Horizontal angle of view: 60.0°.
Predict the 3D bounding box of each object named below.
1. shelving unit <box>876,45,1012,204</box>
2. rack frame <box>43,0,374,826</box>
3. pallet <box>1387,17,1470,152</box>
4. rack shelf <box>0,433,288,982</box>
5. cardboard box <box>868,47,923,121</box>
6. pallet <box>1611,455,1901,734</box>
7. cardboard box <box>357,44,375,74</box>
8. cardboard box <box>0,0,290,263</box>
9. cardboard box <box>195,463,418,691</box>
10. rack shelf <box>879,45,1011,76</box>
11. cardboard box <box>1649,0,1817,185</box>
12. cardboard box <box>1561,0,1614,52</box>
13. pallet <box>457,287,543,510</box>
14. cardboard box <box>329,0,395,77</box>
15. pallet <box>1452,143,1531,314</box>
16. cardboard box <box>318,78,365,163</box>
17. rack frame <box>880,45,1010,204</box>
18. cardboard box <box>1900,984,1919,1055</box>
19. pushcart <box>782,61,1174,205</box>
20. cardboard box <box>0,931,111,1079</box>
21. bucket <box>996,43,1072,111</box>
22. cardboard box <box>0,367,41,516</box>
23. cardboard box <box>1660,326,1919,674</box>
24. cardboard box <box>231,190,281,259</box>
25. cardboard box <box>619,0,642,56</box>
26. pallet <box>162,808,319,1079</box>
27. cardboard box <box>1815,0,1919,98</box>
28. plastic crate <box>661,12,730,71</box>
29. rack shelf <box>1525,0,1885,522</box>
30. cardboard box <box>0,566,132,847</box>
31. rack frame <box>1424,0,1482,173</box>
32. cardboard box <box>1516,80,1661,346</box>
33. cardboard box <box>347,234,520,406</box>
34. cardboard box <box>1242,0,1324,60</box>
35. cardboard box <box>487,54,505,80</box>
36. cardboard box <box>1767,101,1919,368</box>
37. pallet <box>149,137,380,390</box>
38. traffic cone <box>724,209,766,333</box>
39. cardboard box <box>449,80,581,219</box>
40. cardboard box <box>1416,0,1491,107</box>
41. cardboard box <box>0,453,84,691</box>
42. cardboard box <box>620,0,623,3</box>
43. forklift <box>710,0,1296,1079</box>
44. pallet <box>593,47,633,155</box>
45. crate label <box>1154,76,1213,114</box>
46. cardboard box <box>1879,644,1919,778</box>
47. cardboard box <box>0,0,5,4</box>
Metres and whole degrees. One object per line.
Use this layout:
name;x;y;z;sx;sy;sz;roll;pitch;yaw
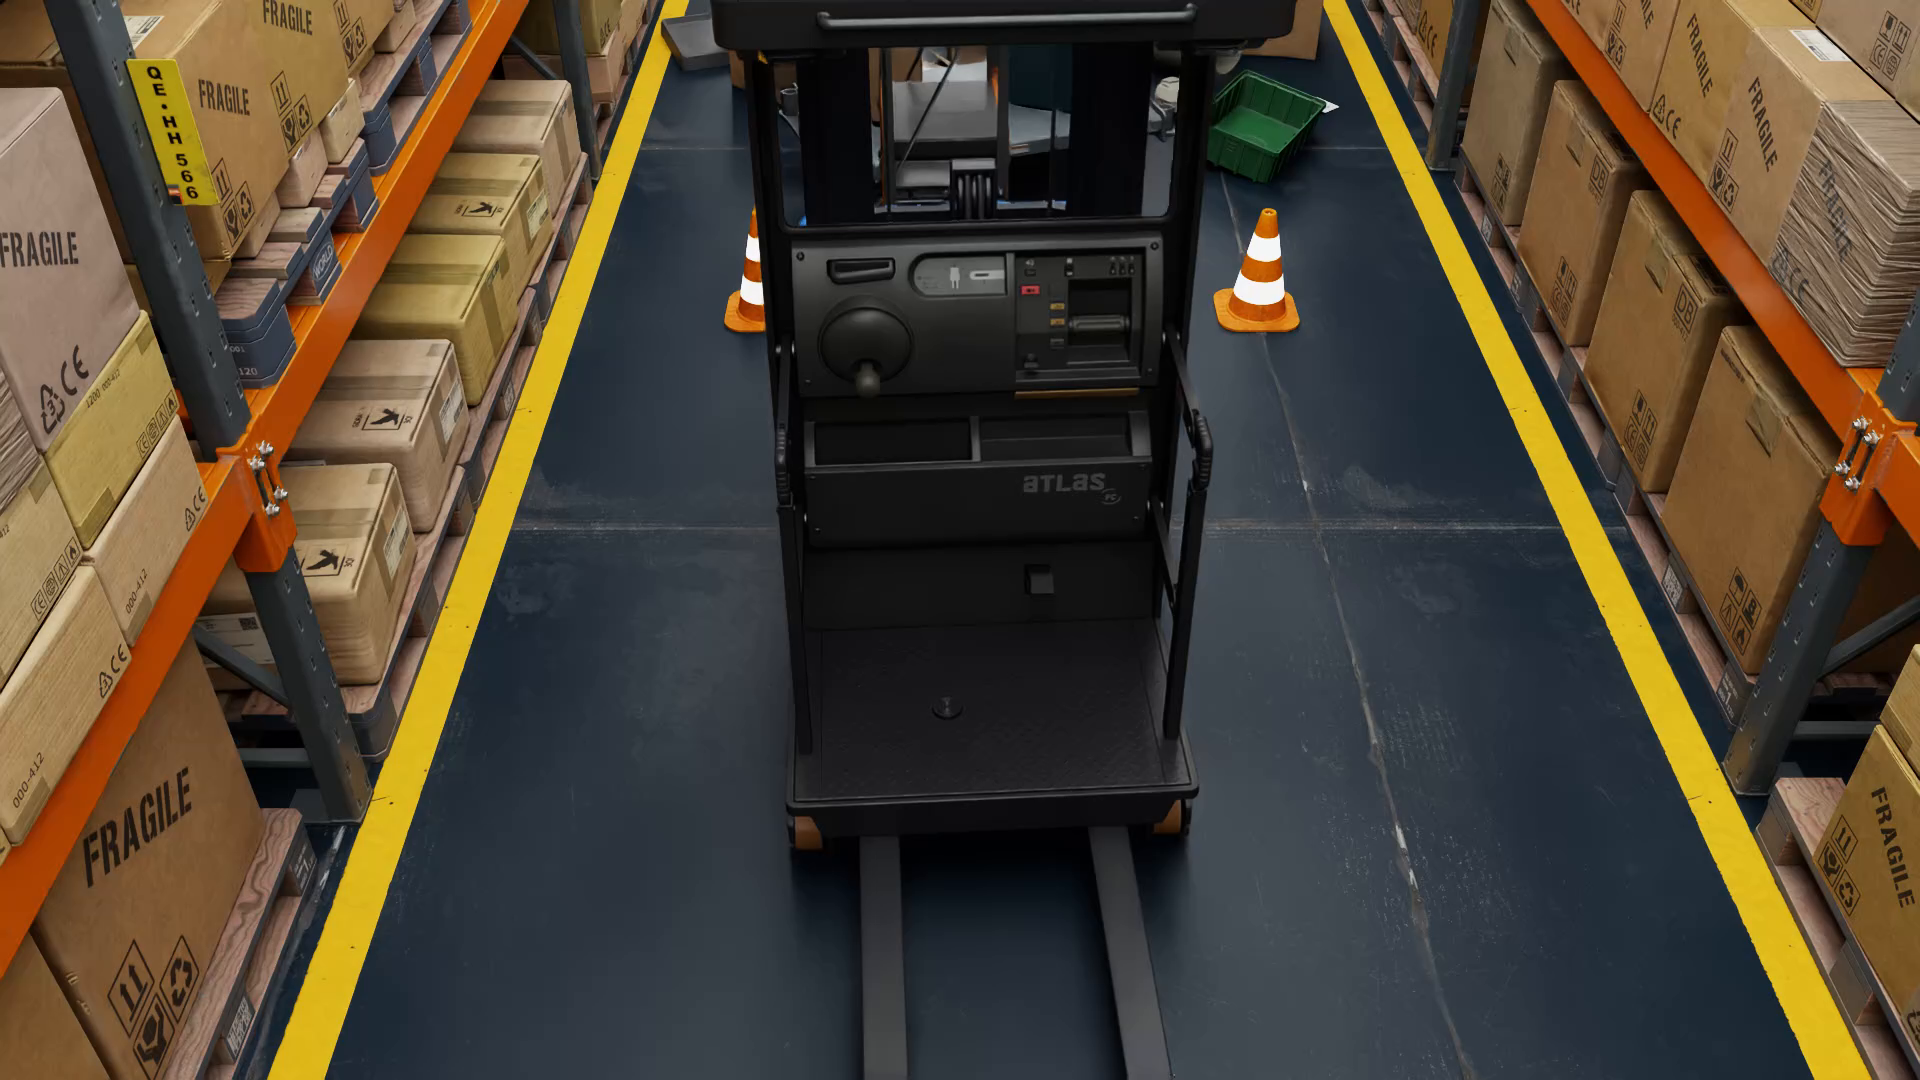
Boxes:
shelving unit;-0.061;-1.274;5.661;0.431;2.100;0.503;-2;39;-3
rack frame;-2.203;-0.397;3.846;1.000;3.000;0.127;0;39;0
pallet;2.820;-2.352;8.516;1.003;0.211;1.213;0;39;0
rack shelf;-2.200;1.135;2.510;1.077;0.370;4.000;0;39;0
cardboard box;-0.427;-2.238;7.537;0.500;0.500;0.500;0;39;0
pallet;2.822;0.132;5.417;1.003;0.211;1.213;0;39;0
cardboard box;-2.035;-1.513;5.104;0.380;0.149;0.250;1;39;2
cardboard box;-1.972;-0.997;3.942;0.500;0.500;0.500;-1;39;-1
cardboard box;-2.193;0.112;4.977;0.950;0.372;0.625;-2;39;-3
rack shelf;-0.061;-1.810;5.232;0.431;0.518;0.480;-2;39;-3
cardboard box;2.478;-1.408;5.029;0.500;0.500;0.500;-1;39;-1
cardboard box;2.473;-2.046;5.825;0.500;0.500;0.500;0;39;0
pallet;-2.201;-0.558;6.278;1.003;0.211;1.213;0;39;0
cardboard box;-1.987;-1.655;4.763;0.500;0.500;0.500;1;39;1
pallet;2.819;-1.394;7.321;1.003;0.211;1.213;0;39;0
cardboard box;-1.918;-1.186;4.696;0.380;0.149;0.250;0;39;0
rack frame;-0.047;-1.122;5.471;0.400;2.100;0.015;-2;39;-3
cardboard box;2.497;1.105;3.635;0.500;0.500;0.500;0;39;0
pushcart;0.073;-1.908;7.829;1.648;0.377;0.936;-13;40;-16
cardboard box;-2.288;1.258;3.144;0.875;0.875;0.875;0;39;1
bucket;0.437;-2.364;7.703;0.726;0.611;0.620;13;50;15
cardboard box;-1.932;-0.182;2.699;0.500;0.500;0.500;1;39;1
cardboard box;2.836;-0.130;4.977;1.050;0.750;0.750;-1;39;-1
cardboard box;-1.984;-0.843;4.268;0.380;0.149;0.250;-2;39;-3
cardboard box;-1.950;-2.692;8.573;0.500;0.250;0.500;2;39;3
pallet;-2.277;1.185;4.103;1.003;0.211;1.213;0;39;0
cardboard box;2.755;-1.489;4.331;0.700;0.500;0.500;-1;39;-1
plastic crate;-1.389;-2.741;9.106;0.402;0.080;0.583;-13;40;-16
rack shelf;2.745;-1.433;5.715;1.077;0.370;4.000;0;39;0
cardboard box;-1.926;0.298;3.100;0.500;0.250;0.500;1;39;1
rack frame;2.743;-2.965;7.051;1.000;3.000;0.127;0;39;0
cardboard box;2.831;-1.259;6.386;1.050;0.750;0.750;0;39;0
cardboard box;-2.197;-0.824;6.145;0.950;0.372;0.625;1;39;1
cardboard box;1.715;-2.960;9.042;0.500;0.500;0.500;6;39;8
cardboard box;-2.477;-2.358;8.157;0.500;0.250;0.500;2;39;2
cardboard box;2.478;-0.784;4.249;0.500;0.500;0.500;0;39;0
pallet;-2.310;-0.767;4.462;1.213;0.211;1.003;0;39;0
traffic cone;-0.806;-1.134;6.794;0.336;0.463;0.334;0;39;0
cardboard box;-2.204;-1.708;7.249;0.950;0.372;0.625;0;39;1
cardboard box;2.812;-2.693;8.075;0.875;0.875;0.875;1;39;1
cardboard box;-1.944;0.090;2.959;0.500;0.250;0.500;-1;39;-1
cardboard box;-1.950;-2.985;8.340;0.500;0.500;0.500;1;39;2
forklift;0.062;-0.488;4.015;1.130;2.935;3.031;-2;39;-3
pallet;-2.243;-2.230;8.364;1.003;0.211;1.213;0;39;0
crate label;1.140;-2.265;8.466;0.298;0.136;0.250;-28;46;-30
cardboard box;2.506;0.487;3.807;0.500;0.250;0.500;-2;39;-2
cardboard box;-2.481;-1.000;3.945;0.500;0.500;0.500;-1;39;-1
